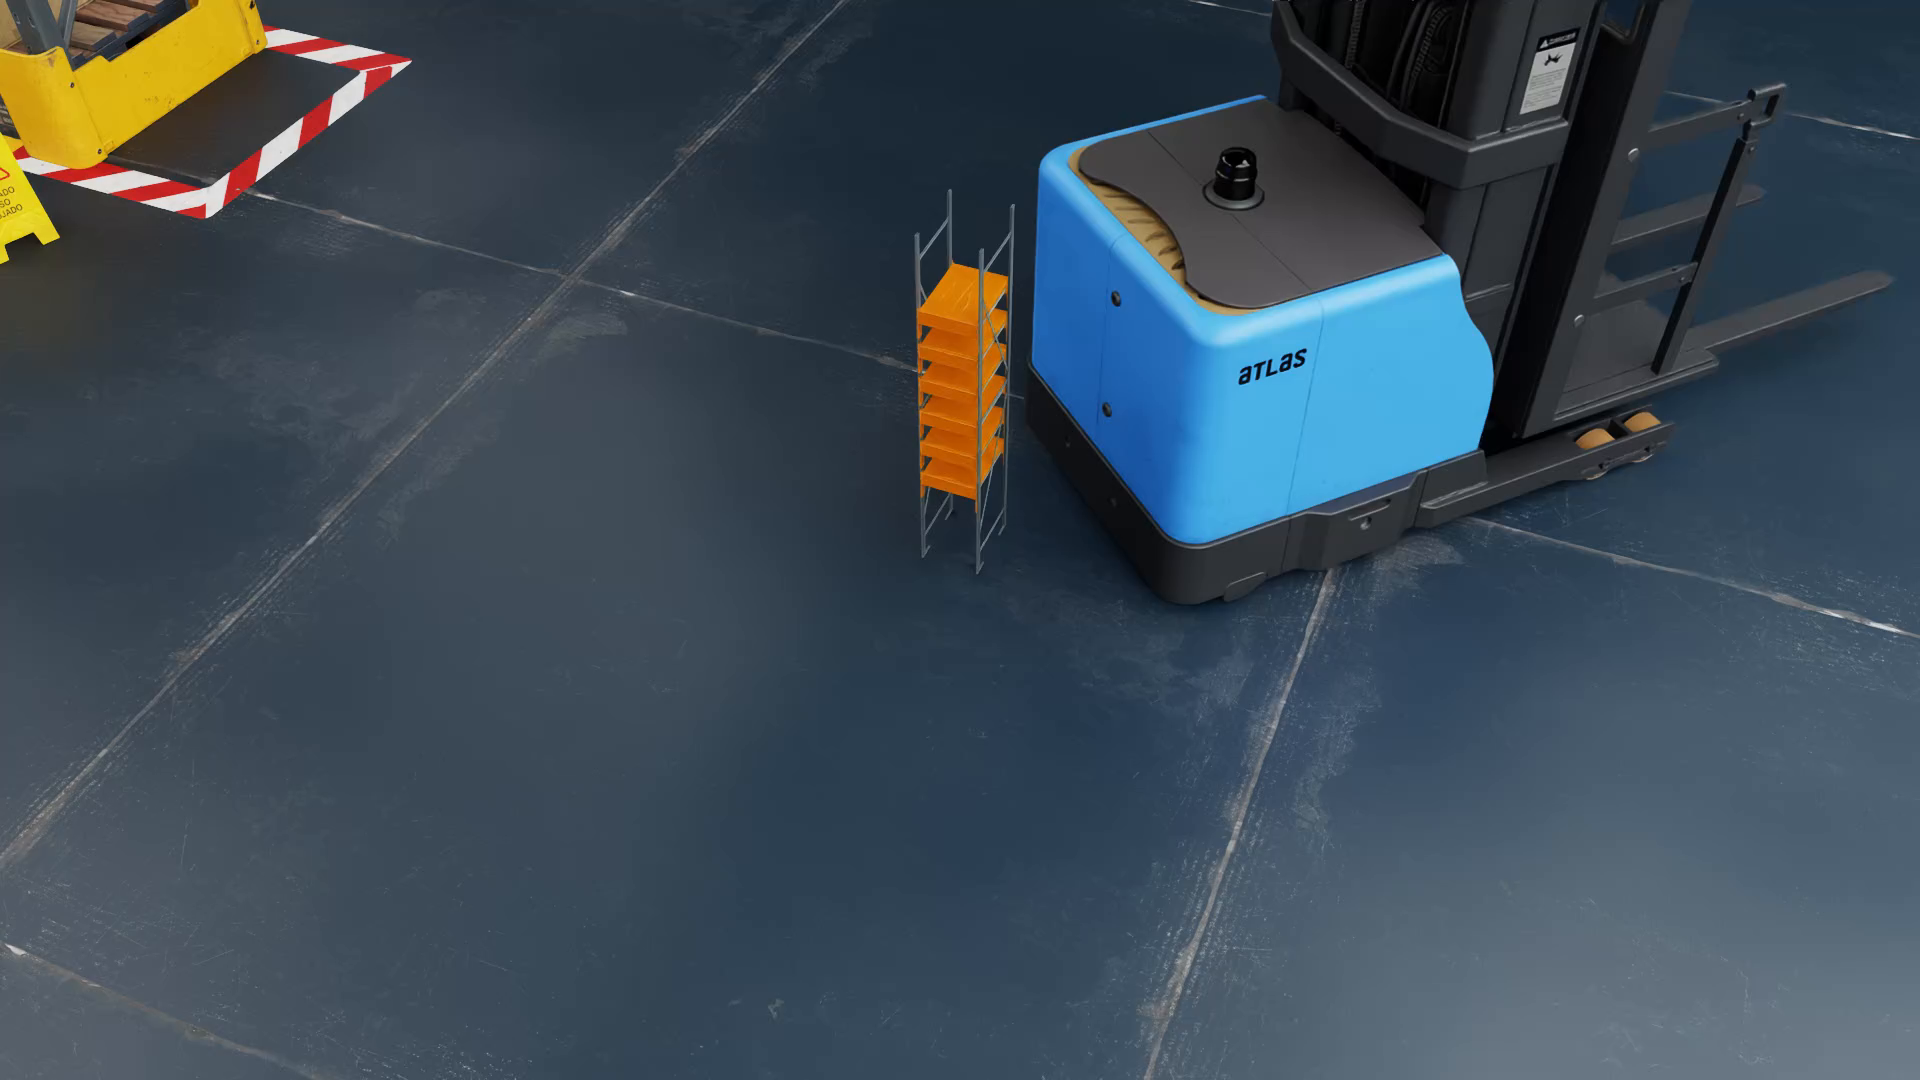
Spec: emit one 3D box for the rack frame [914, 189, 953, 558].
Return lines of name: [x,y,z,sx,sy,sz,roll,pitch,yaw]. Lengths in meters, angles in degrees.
rack frame: [-0.071,-0.446,4.848,0.006,1.200,0.240,16,47,16]

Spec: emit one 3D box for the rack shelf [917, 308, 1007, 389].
rack shelf: [0.013,-0.560,4.685,0.180,0.103,0.258,16,47,16]

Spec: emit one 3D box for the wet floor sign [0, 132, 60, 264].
wet floor sign: [-3.651,-1.381,6.180,0.232,0.644,0.267,33,54,29]

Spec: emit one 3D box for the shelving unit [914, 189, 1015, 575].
shelving unit: [0.013,-0.421,4.823,0.189,1.200,0.258,16,47,16]

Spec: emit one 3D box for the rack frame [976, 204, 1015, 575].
rack frame: [0.098,-0.397,4.798,0.006,1.200,0.240,16,47,16]

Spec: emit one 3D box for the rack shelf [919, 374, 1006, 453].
rack shelf: [0.013,-0.390,4.854,0.180,0.103,0.258,16,47,16]

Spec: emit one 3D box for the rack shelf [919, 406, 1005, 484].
rack shelf: [0.013,-0.305,4.939,0.180,0.103,0.258,16,47,16]

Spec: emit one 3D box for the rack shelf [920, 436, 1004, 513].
rack shelf: [0.013,-0.220,5.023,0.180,0.103,0.258,16,47,16]

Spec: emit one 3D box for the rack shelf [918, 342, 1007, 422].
rack shelf: [0.013,-0.475,4.770,0.180,0.103,0.258,16,47,16]

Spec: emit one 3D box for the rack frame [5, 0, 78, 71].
rack frame: [-3.414,-2.964,6.102,0.127,3.000,1.000,16,47,16]

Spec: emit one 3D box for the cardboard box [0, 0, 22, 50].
cardboard box: [-4.286,-2.189,6.975,0.500,0.250,0.500,16,47,16]

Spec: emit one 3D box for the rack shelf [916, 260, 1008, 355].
rack shelf: [0.013,-0.645,4.600,0.180,0.103,0.258,16,47,16]

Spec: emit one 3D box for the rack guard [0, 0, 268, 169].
rack guard: [-3.484,-2.098,7.004,0.348,0.500,1.175,16,47,16]

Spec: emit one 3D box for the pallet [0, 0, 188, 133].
pallet: [-4.221,-2.239,7.351,1.213,0.211,1.003,16,47,16]

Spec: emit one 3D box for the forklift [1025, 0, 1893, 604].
forklift: [1.777,-1.558,4.738,3.031,2.935,1.130,-18,48,-17]

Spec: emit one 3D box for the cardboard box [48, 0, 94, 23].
cardboard box: [-4.052,-2.537,7.325,0.500,0.250,0.500,16,47,16]
